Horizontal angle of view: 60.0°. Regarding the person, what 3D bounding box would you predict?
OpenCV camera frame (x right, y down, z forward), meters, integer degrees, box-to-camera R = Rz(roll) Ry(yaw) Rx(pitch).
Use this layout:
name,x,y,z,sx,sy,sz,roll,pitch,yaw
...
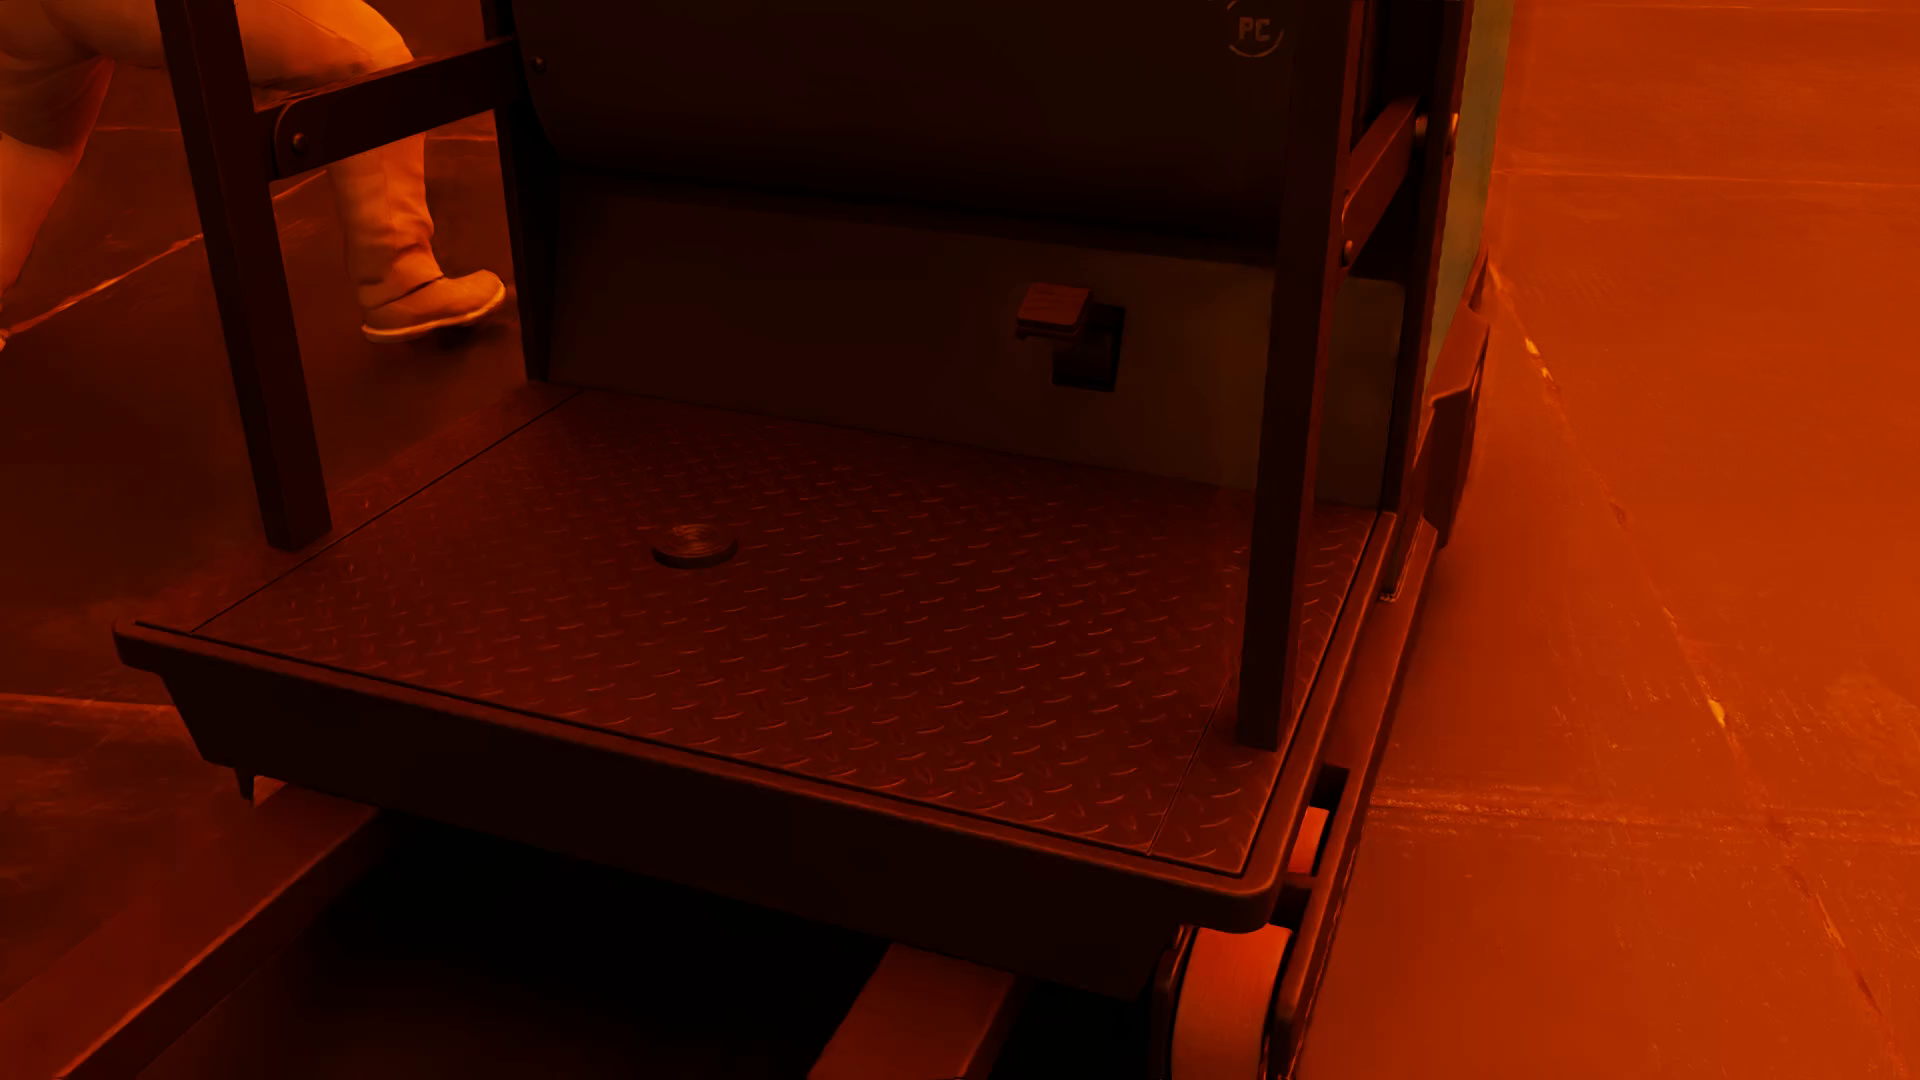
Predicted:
name,x,y,z,sx,sy,sz,roll,pitch,yaw
person,-1.516,-1.061,2.920,0.999,1.601,0.831,13,29,25

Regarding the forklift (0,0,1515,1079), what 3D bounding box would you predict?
name,x,y,z,sx,sy,sz,roll,pitch,yaw
forklift,-0.116,-1.020,1.262,1.130,2.935,3.031,10,28,19
